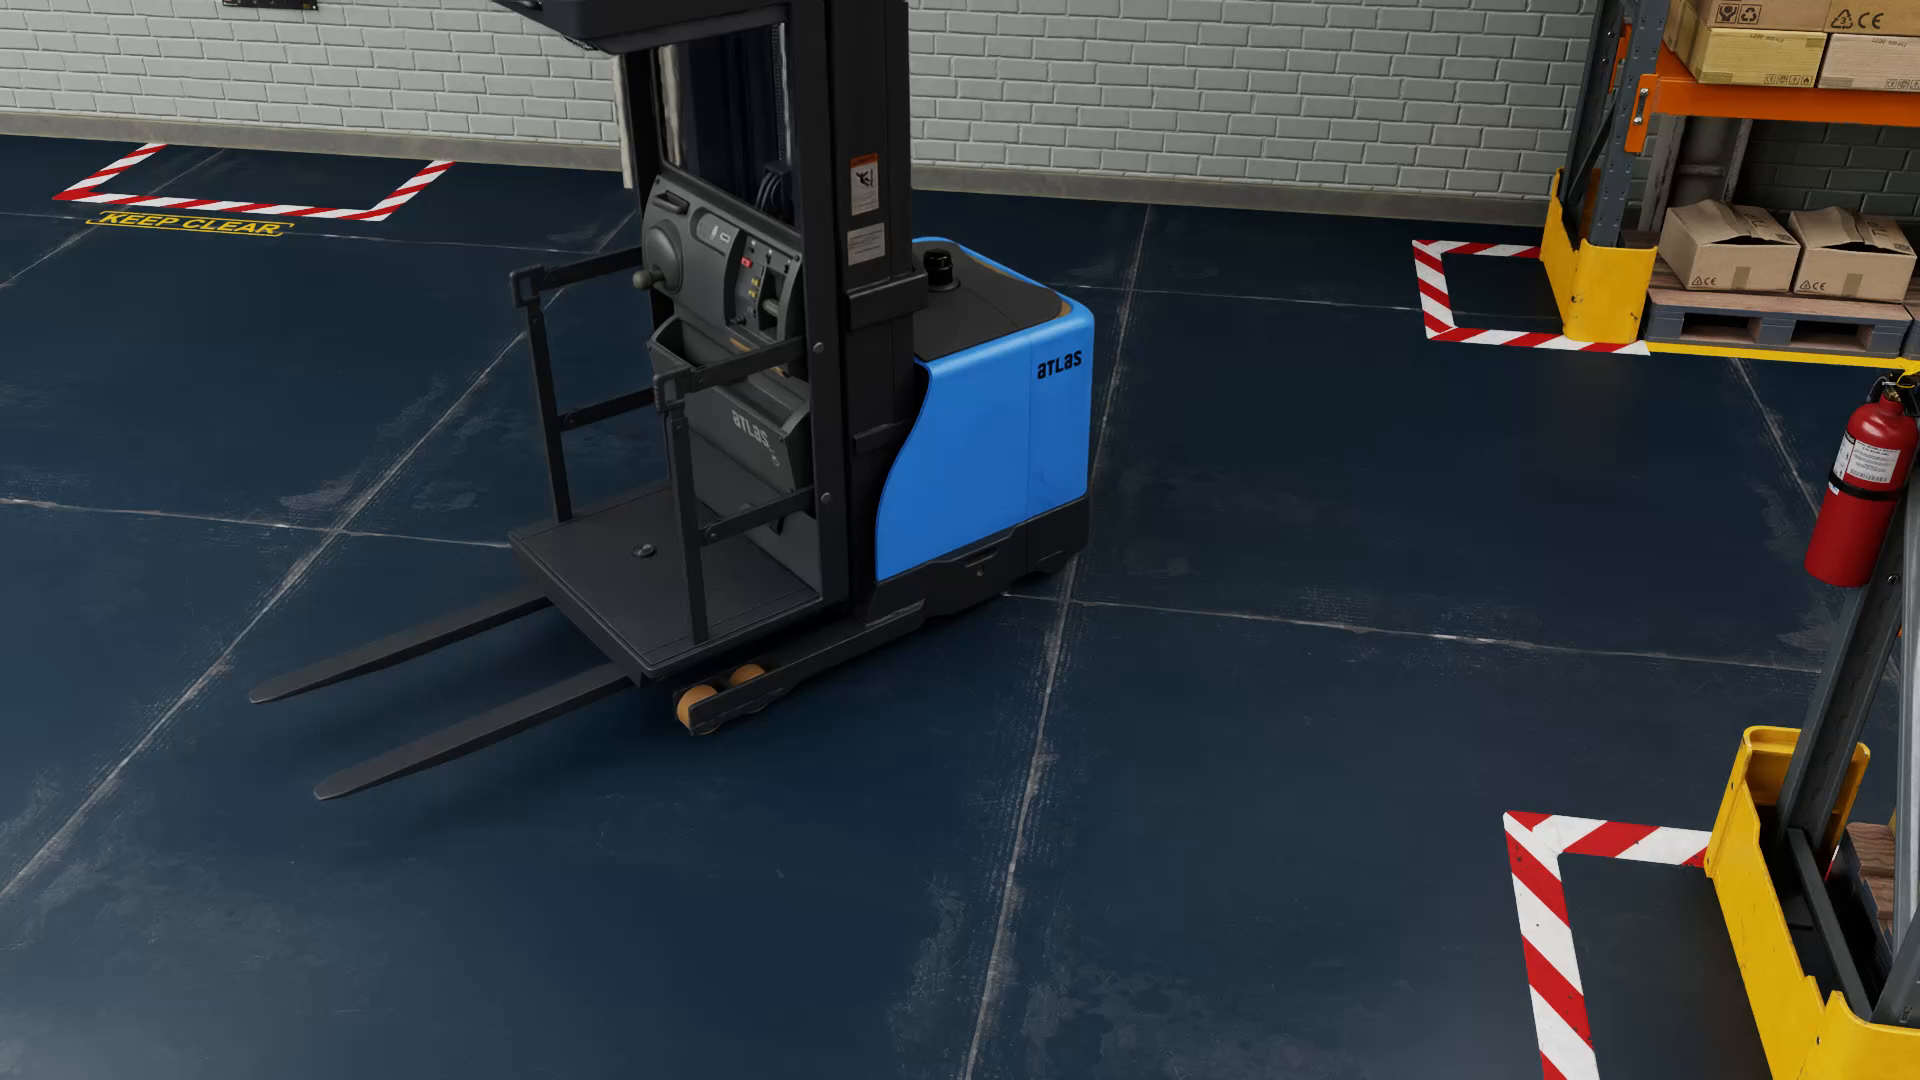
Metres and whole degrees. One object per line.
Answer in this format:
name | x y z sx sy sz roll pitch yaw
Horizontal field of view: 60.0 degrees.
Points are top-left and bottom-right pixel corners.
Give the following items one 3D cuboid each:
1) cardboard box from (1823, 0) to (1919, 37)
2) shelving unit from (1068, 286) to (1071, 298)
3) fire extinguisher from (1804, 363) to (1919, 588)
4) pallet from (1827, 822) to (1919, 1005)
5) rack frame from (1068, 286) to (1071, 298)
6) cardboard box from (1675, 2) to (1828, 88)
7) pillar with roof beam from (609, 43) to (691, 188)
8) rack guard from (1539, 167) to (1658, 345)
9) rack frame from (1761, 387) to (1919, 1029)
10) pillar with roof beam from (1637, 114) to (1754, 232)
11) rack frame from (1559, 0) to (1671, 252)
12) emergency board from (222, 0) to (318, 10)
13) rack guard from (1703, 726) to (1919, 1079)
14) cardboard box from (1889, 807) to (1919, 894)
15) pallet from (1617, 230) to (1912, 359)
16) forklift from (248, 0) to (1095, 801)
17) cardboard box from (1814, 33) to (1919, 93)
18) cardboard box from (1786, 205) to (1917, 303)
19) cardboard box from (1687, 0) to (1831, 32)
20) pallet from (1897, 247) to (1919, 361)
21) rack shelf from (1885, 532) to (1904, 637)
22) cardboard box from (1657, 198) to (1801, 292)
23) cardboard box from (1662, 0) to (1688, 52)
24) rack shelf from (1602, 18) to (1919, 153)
cardboard box | 4.143 -2.584 7.467 0.500 0.500 0.500 5 32 8
shelving unit | 0.370 -0.566 6.805 0.210 0.900 0.258 -8 33 -13
fire extinguisher | 2.370 -0.200 4.315 0.183 0.674 0.296 5 32 8
pallet | 3.169 1.249 4.556 1.213 0.211 1.003 5 32 8
rack frame | 0.469 -0.580 6.828 0.006 0.900 0.240 -8 33 -13
cardboard box | 3.665 -2.306 7.729 0.500 0.250 0.500 4 32 7
pillar with roof beam | -2.565 -3.787 4.319 0.400 9.000 9.100 5 32 8
rack guard | 3.313 -1.504 8.682 0.348 0.500 1.175 5 32 8
rack frame | 2.408 0.021 3.890 0.127 3.000 1.000 5 32 8
pillar with roof beam | 3.349 -3.252 3.464 0.400 9.000 9.100 5 32 8
rack frame | 3.238 -2.570 8.029 0.127 3.000 1.000 5 32 8
emergency board | -4.271 -3.737 9.892 0.643 1.169 0.194 5 32 8
rack guard | 2.384 1.078 4.556 0.348 0.500 1.175 5 32 8
cardboard box | 2.986 0.901 4.678 0.500 0.250 0.500 5 32 8
pallet | 4.108 -1.291 8.613 1.213 0.211 1.003 5 32 8
forklift | -0.964 -0.895 5.417 3.031 2.935 1.130 -23 38 -31
cardboard box | 4.180 -2.267 7.667 0.500 0.250 0.500 4 32 7
cardboard box | 4.467 -1.458 8.371 0.500 0.311 0.500 8 33 12
cardboard box | 3.658 -2.633 7.546 0.500 0.500 0.500 5 32 8
pallet | 5.307 -1.181 8.437 1.213 0.211 1.003 5 32 8
rack shelf | 4.380 0.504 3.795 4.000 0.370 1.077 5 32 8
cardboard box | 3.905 -1.508 8.452 0.500 0.311 0.500 2 32 3
cardboard box | 3.731 -2.575 8.159 0.500 0.250 0.500 6 32 9
rack shelf | 5.209 -2.087 7.935 4.000 0.370 1.077 5 32 8
